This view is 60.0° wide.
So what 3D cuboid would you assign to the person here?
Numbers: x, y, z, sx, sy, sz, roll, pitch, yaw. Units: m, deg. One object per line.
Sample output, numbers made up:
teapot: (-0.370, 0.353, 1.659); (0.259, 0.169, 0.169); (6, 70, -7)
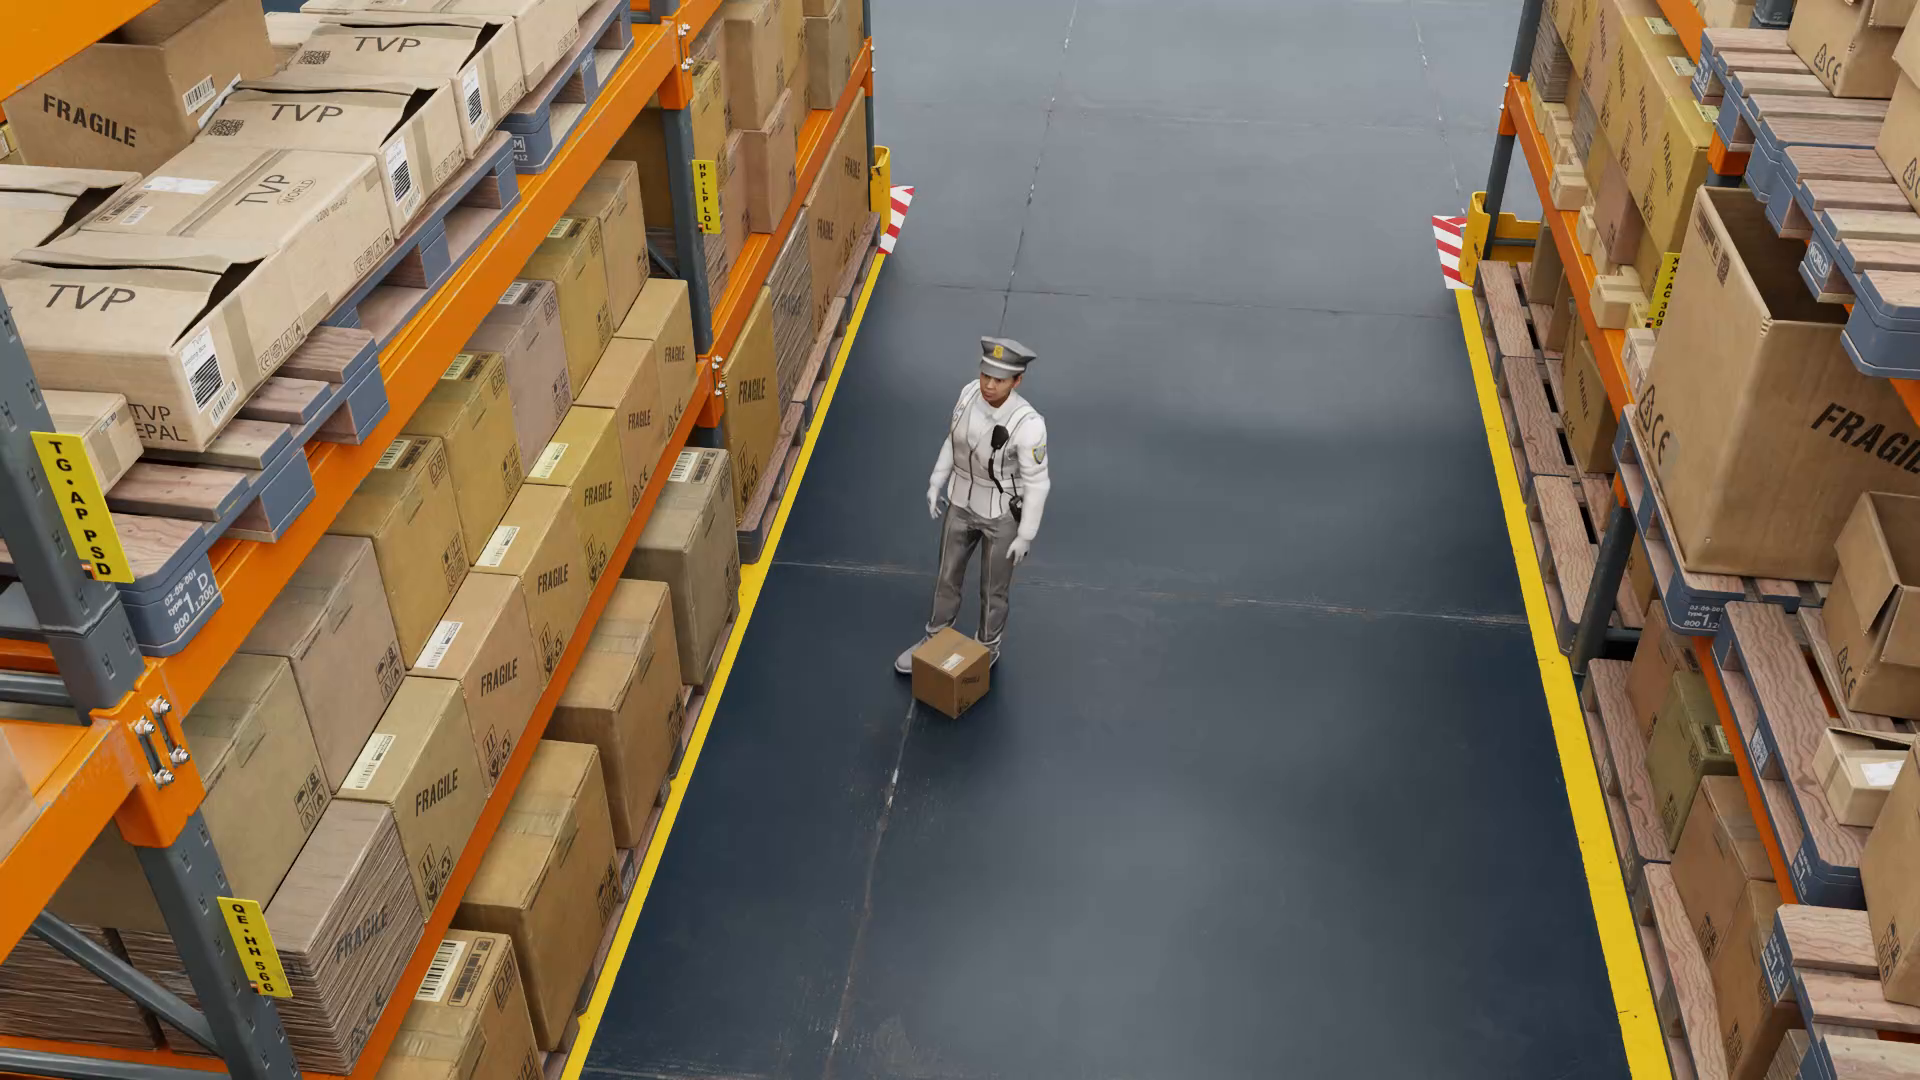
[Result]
person: (0.070, -0.101, 7.132); (0.586, 1.694, 0.531); (27, 44, 32)
